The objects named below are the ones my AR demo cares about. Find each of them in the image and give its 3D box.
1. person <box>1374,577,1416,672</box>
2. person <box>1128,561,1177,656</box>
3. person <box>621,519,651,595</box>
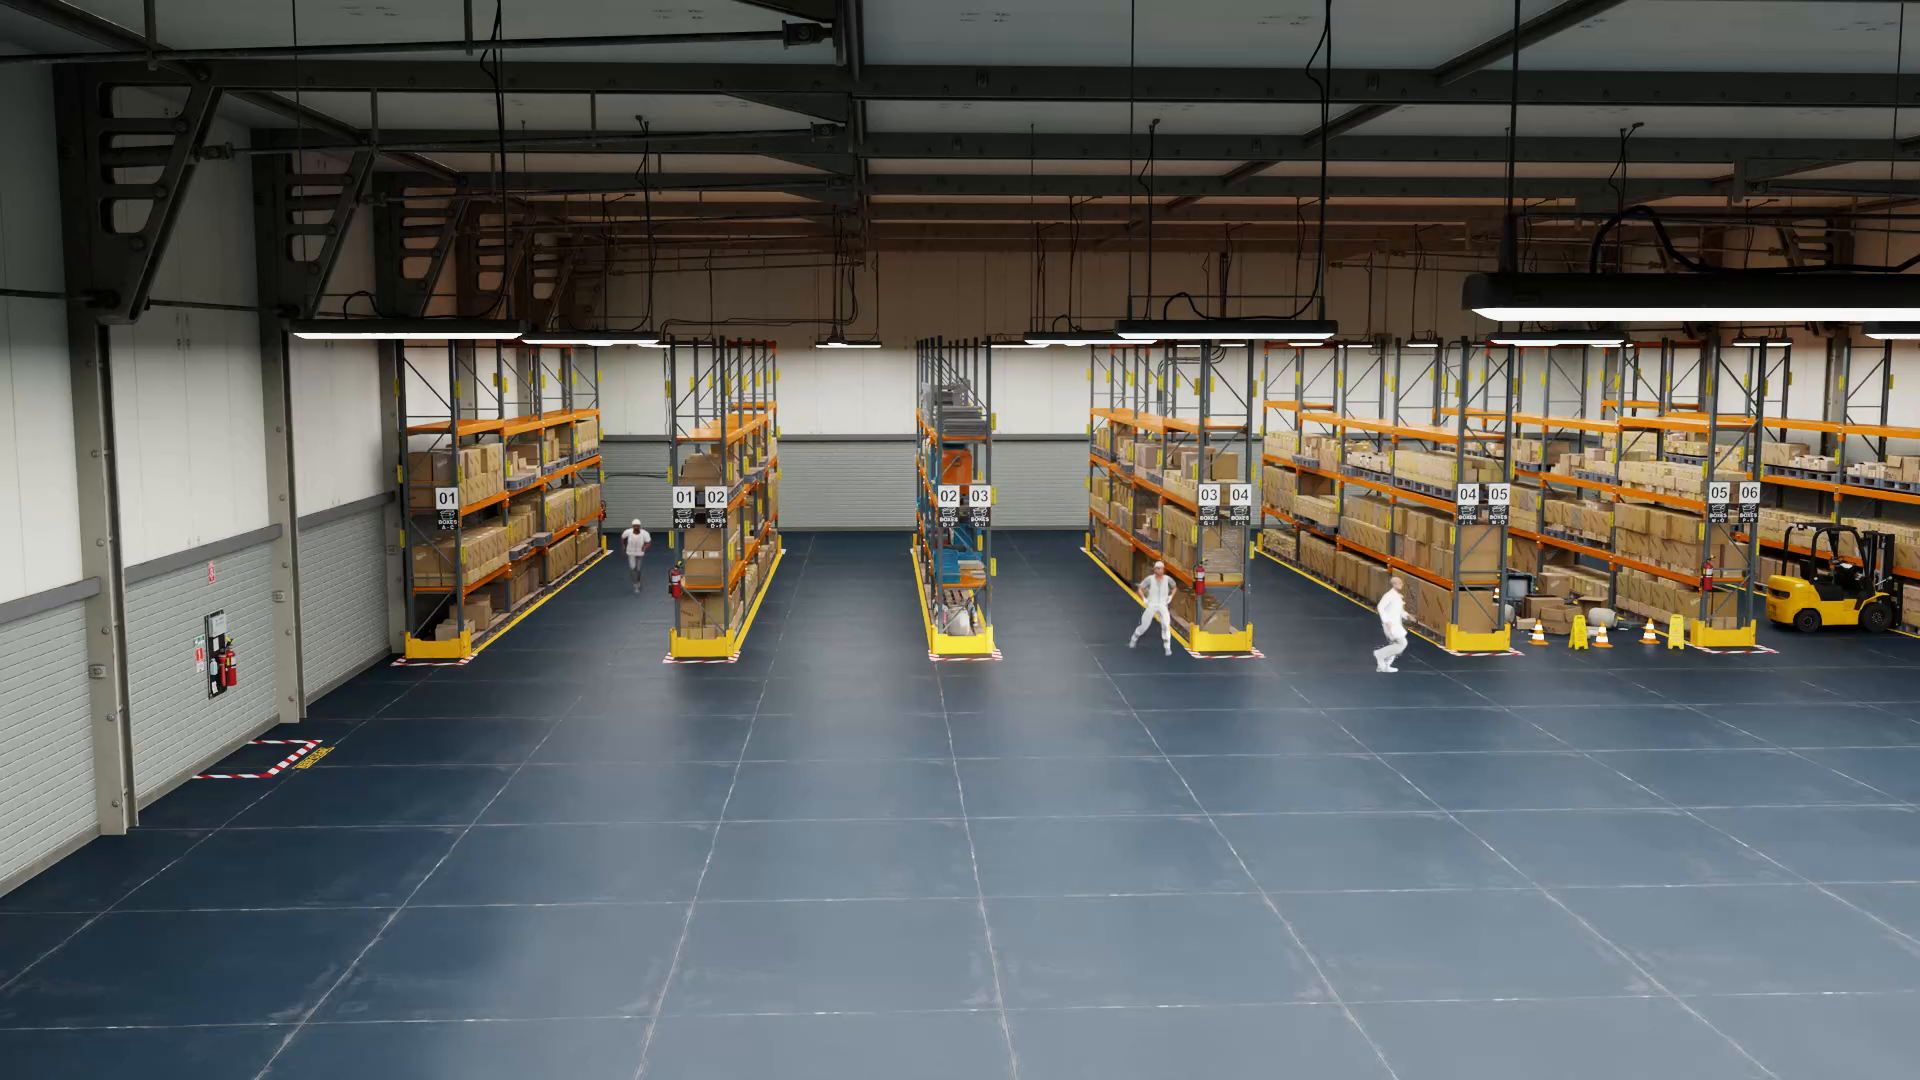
[{"bbox_3d":[7.732,1.512,29.527,0.672,1.722,0.700,4,7,29],"label":"person"},{"bbox_3d":[3.695,1.280,31.607,0.895,1.776,0.760,-1,7,-6],"label":"person"},{"bbox_3d":[-7.701,0.361,39.594,0.702,1.770,0.963,-2,7,-13],"label":"person"}]
